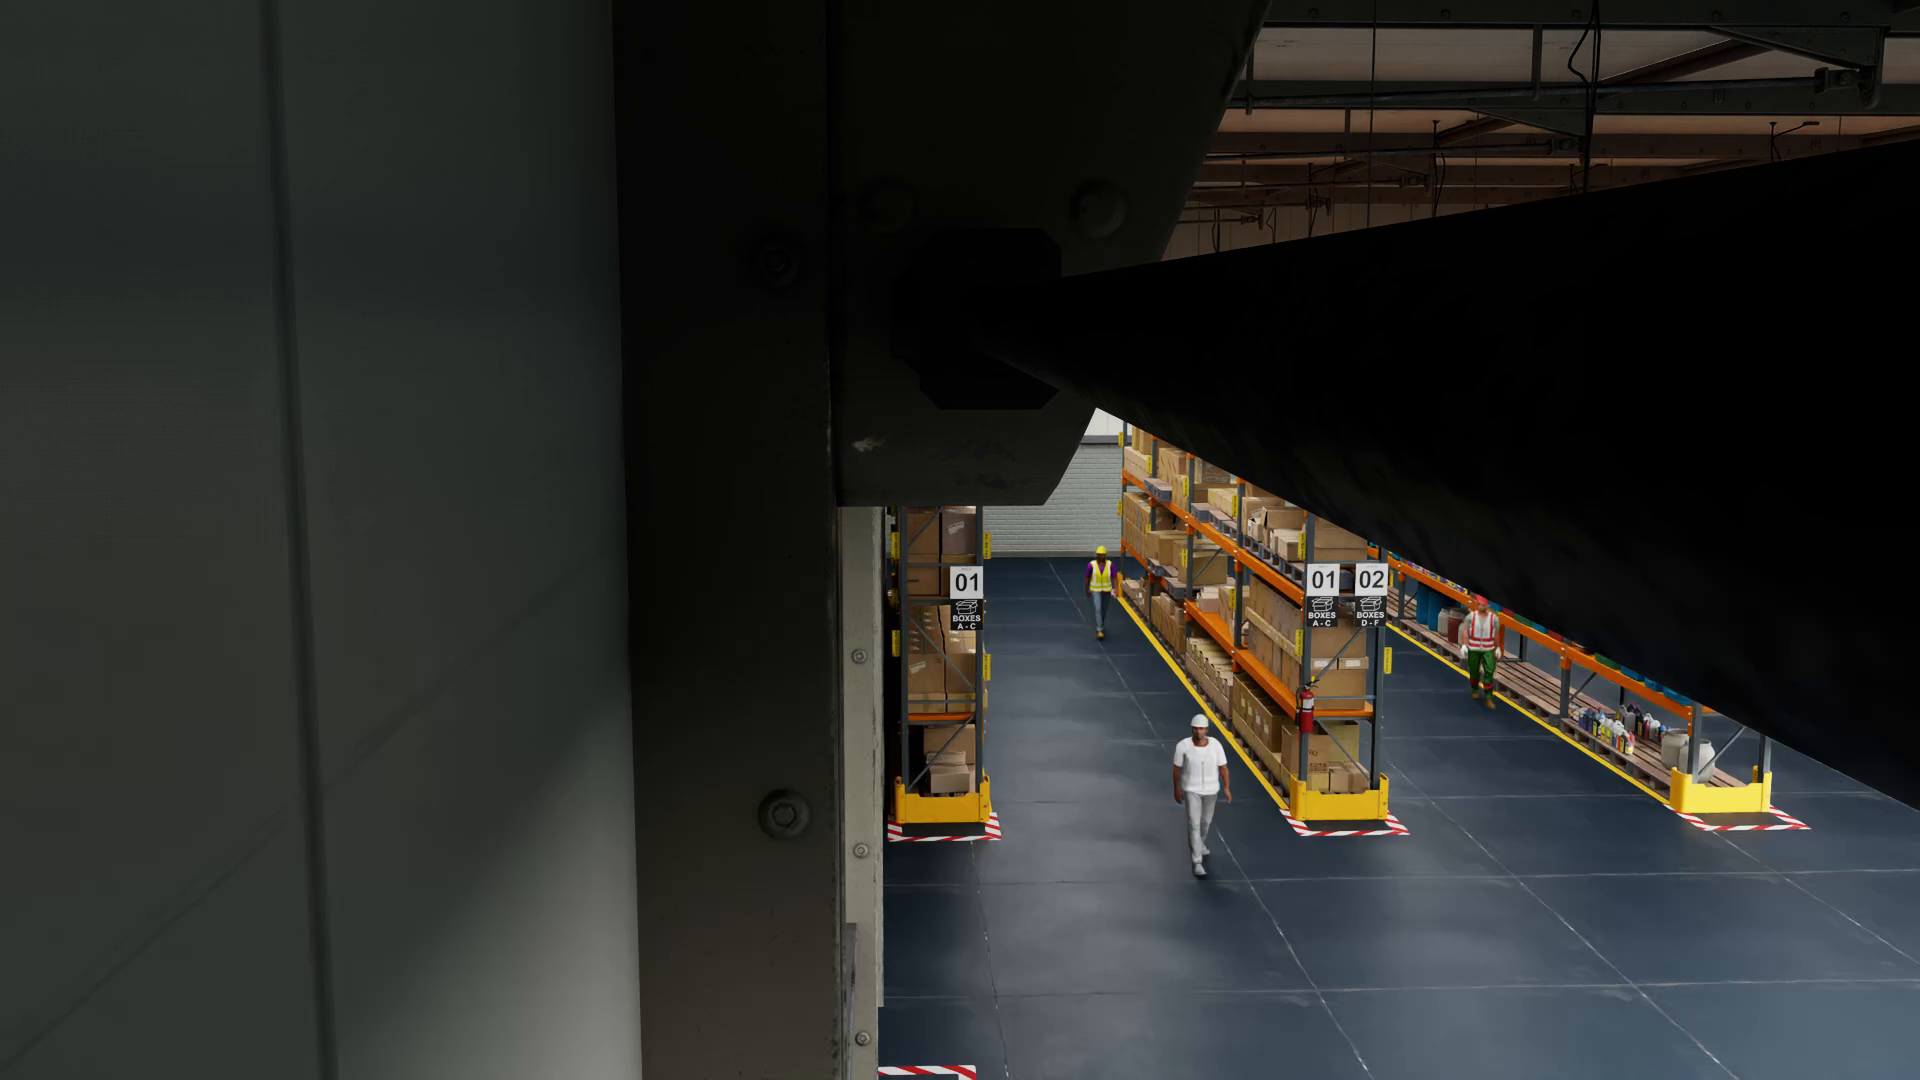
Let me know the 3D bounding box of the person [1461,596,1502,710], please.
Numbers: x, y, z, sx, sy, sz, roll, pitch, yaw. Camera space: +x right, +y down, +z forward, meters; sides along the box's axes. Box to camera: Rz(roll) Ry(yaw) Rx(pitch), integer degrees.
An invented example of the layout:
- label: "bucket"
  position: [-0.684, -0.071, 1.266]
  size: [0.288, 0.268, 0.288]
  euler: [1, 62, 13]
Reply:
- label: "person"
  position: [8.281, 1.740, 26.400]
  size: [0.640, 1.731, 0.978]
  euler: [2, 8, 14]

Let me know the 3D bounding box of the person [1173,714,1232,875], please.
- label: "person"
  position: [2.738, 2.836, 18.783]
  size: [0.596, 1.729, 0.976]
  euler: [-1, 8, -5]

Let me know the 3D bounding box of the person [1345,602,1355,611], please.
- label: "person"
  position: [8.079, 0.643, 34.392]
  size: [0.578, 1.730, 1.018]
  euler: [3, 8, 18]

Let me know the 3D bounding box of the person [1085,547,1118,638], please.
- label: "person"
  position: [2.735, 0.979, 32.005]
  size: [0.593, 1.711, 1.081]
  euler: [-1, 8, -5]
